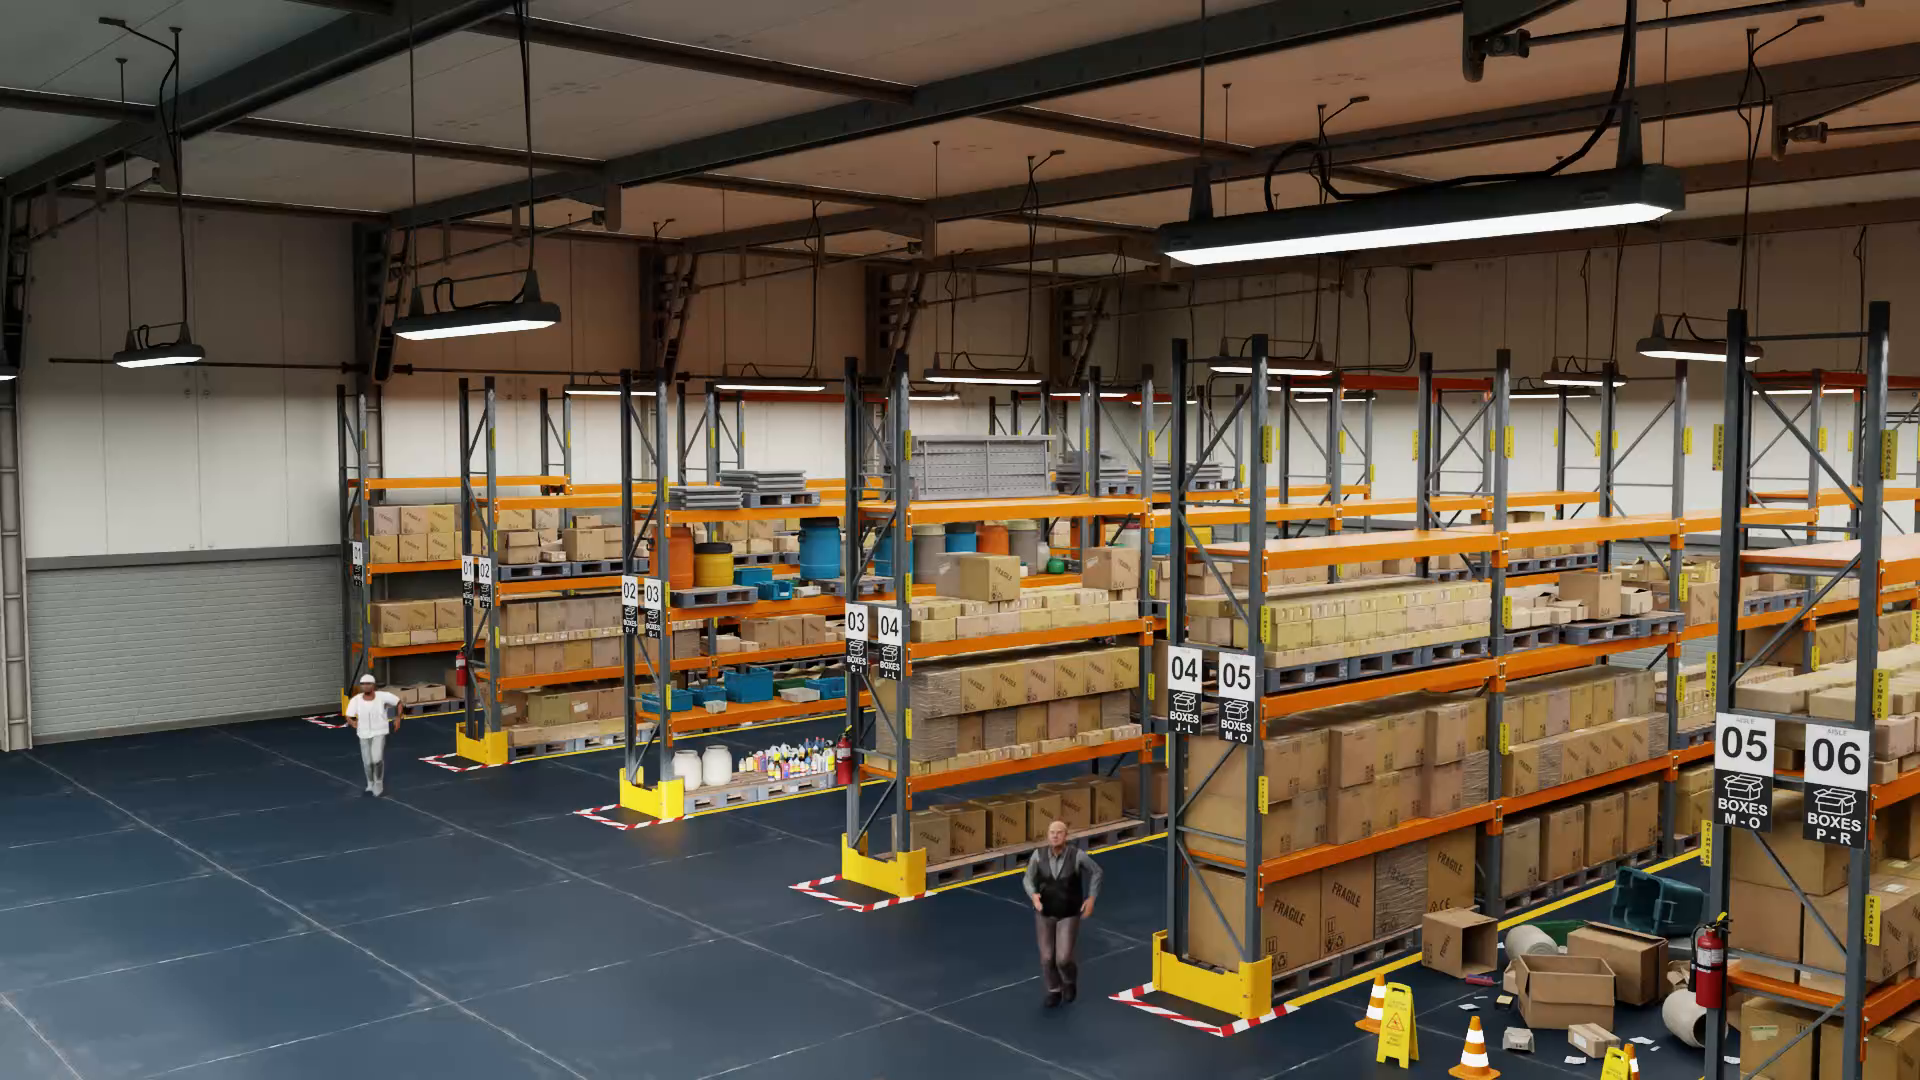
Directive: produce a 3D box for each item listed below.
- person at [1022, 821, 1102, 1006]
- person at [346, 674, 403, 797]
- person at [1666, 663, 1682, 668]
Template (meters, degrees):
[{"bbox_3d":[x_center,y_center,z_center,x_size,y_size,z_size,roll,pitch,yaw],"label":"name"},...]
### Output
[{"bbox_3d":[0.886,3.347,14.803,0.693,1.682,0.612,1,4,15],"label":"person"},{"bbox_3d":[-8.244,2.743,23.378,0.716,1.730,0.845,0,4,-5],"label":"person"},{"bbox_3d":[10.513,2.669,24.510,0.659,1.762,0.625,-3,5,-43],"label":"person"}]
